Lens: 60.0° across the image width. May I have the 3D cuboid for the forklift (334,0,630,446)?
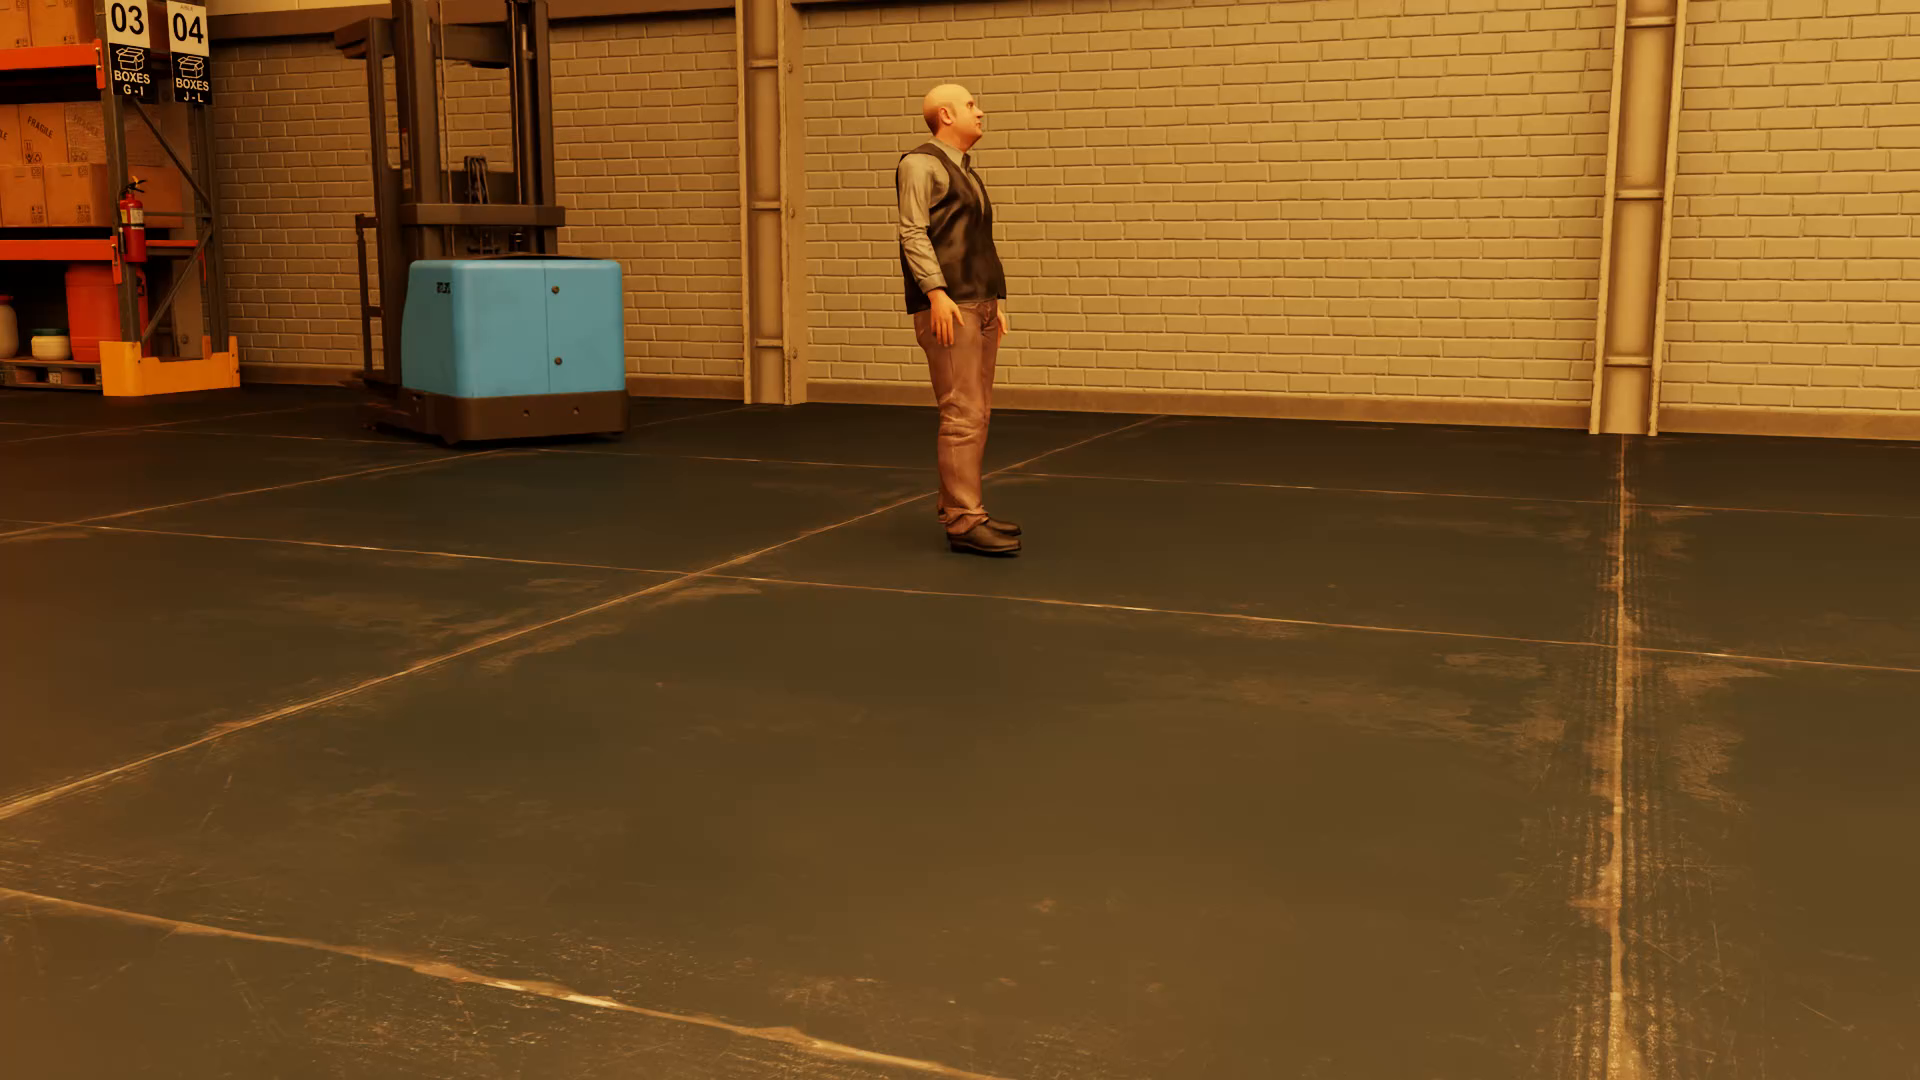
[{"bbox_3d":[-3.244,-2.181,10.584,1.130,2.935,3.031,-7,12,-35],"label":"forklift"}]

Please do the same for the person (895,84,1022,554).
[{"bbox_3d":[0.054,-0.851,6.310,0.568,1.720,0.632,4,10,21],"label":"person"}]
